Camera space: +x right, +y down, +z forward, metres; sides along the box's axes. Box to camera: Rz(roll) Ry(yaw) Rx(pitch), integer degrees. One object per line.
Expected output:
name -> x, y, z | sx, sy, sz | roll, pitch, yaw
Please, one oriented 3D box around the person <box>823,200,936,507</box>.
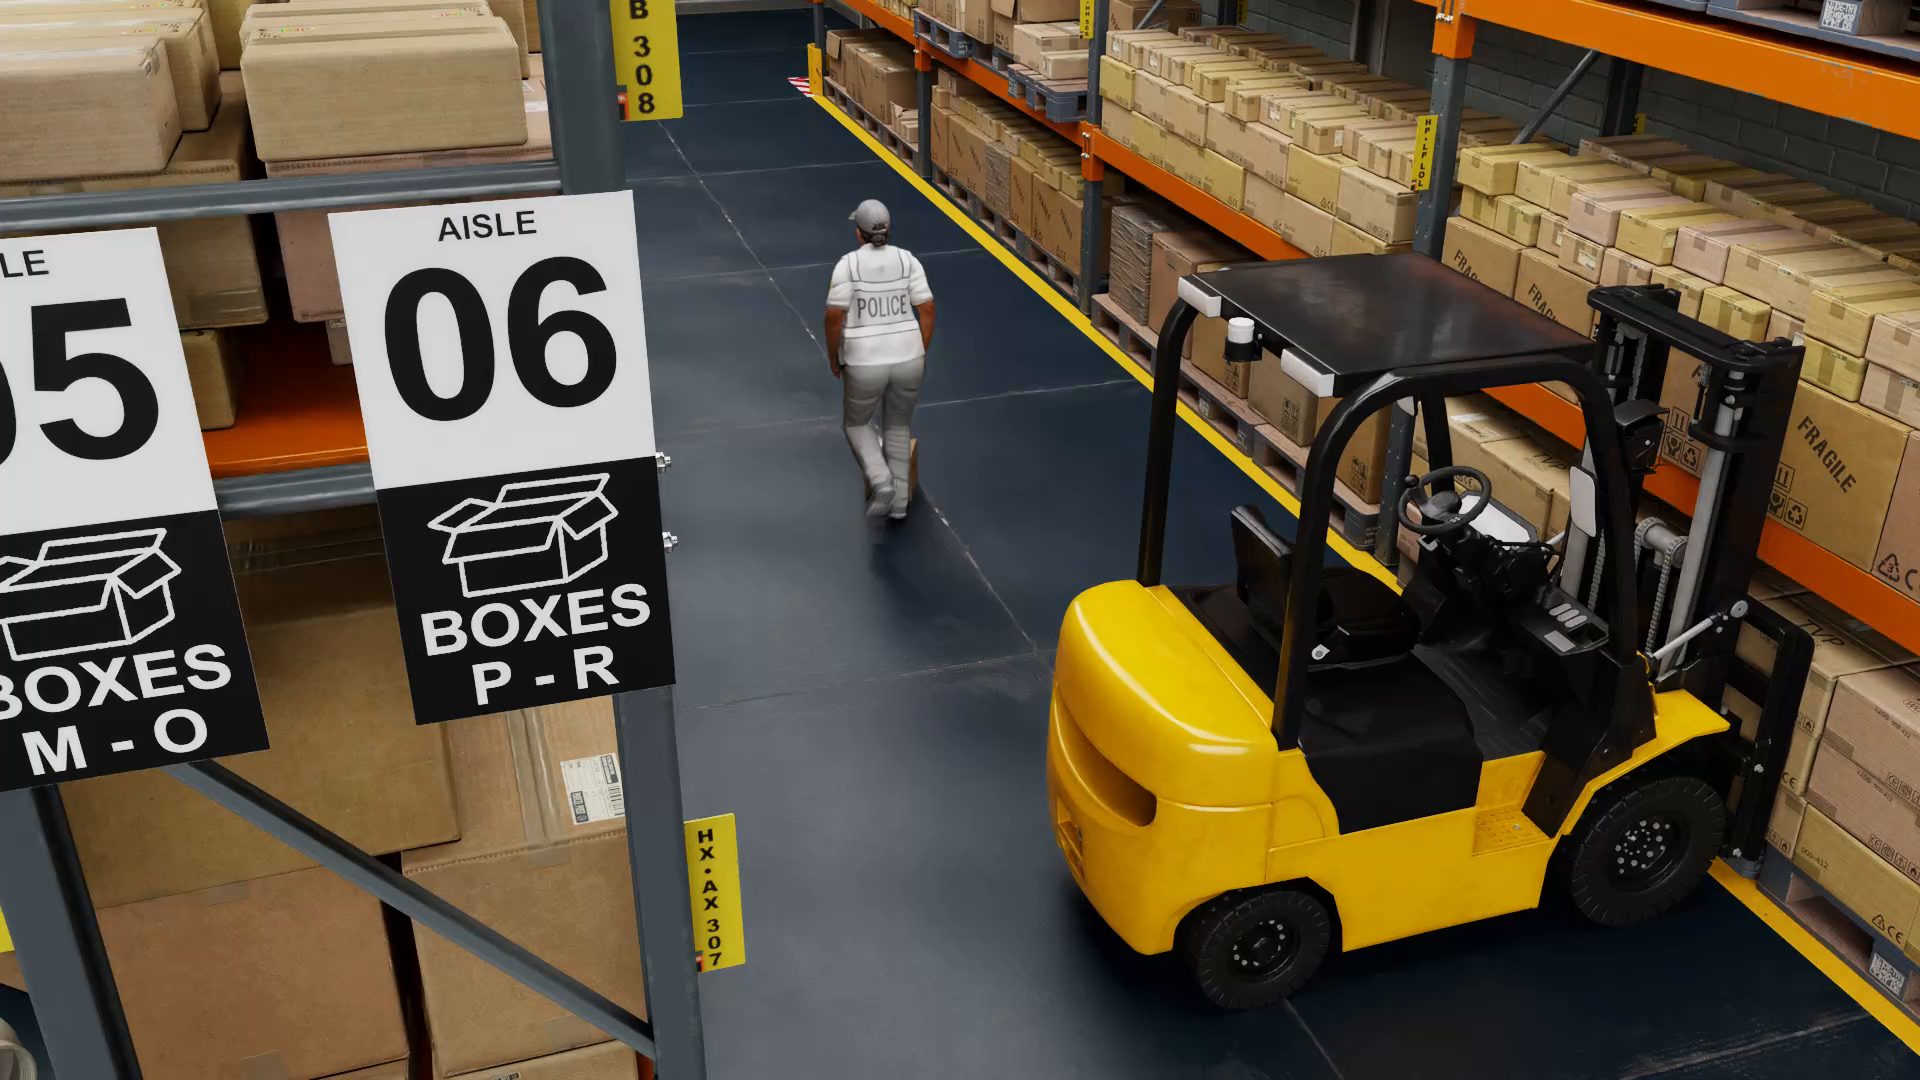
person -> -0.410, -0.925, 8.427 | 0.578, 1.547, 0.598 | -9, 28, -18
